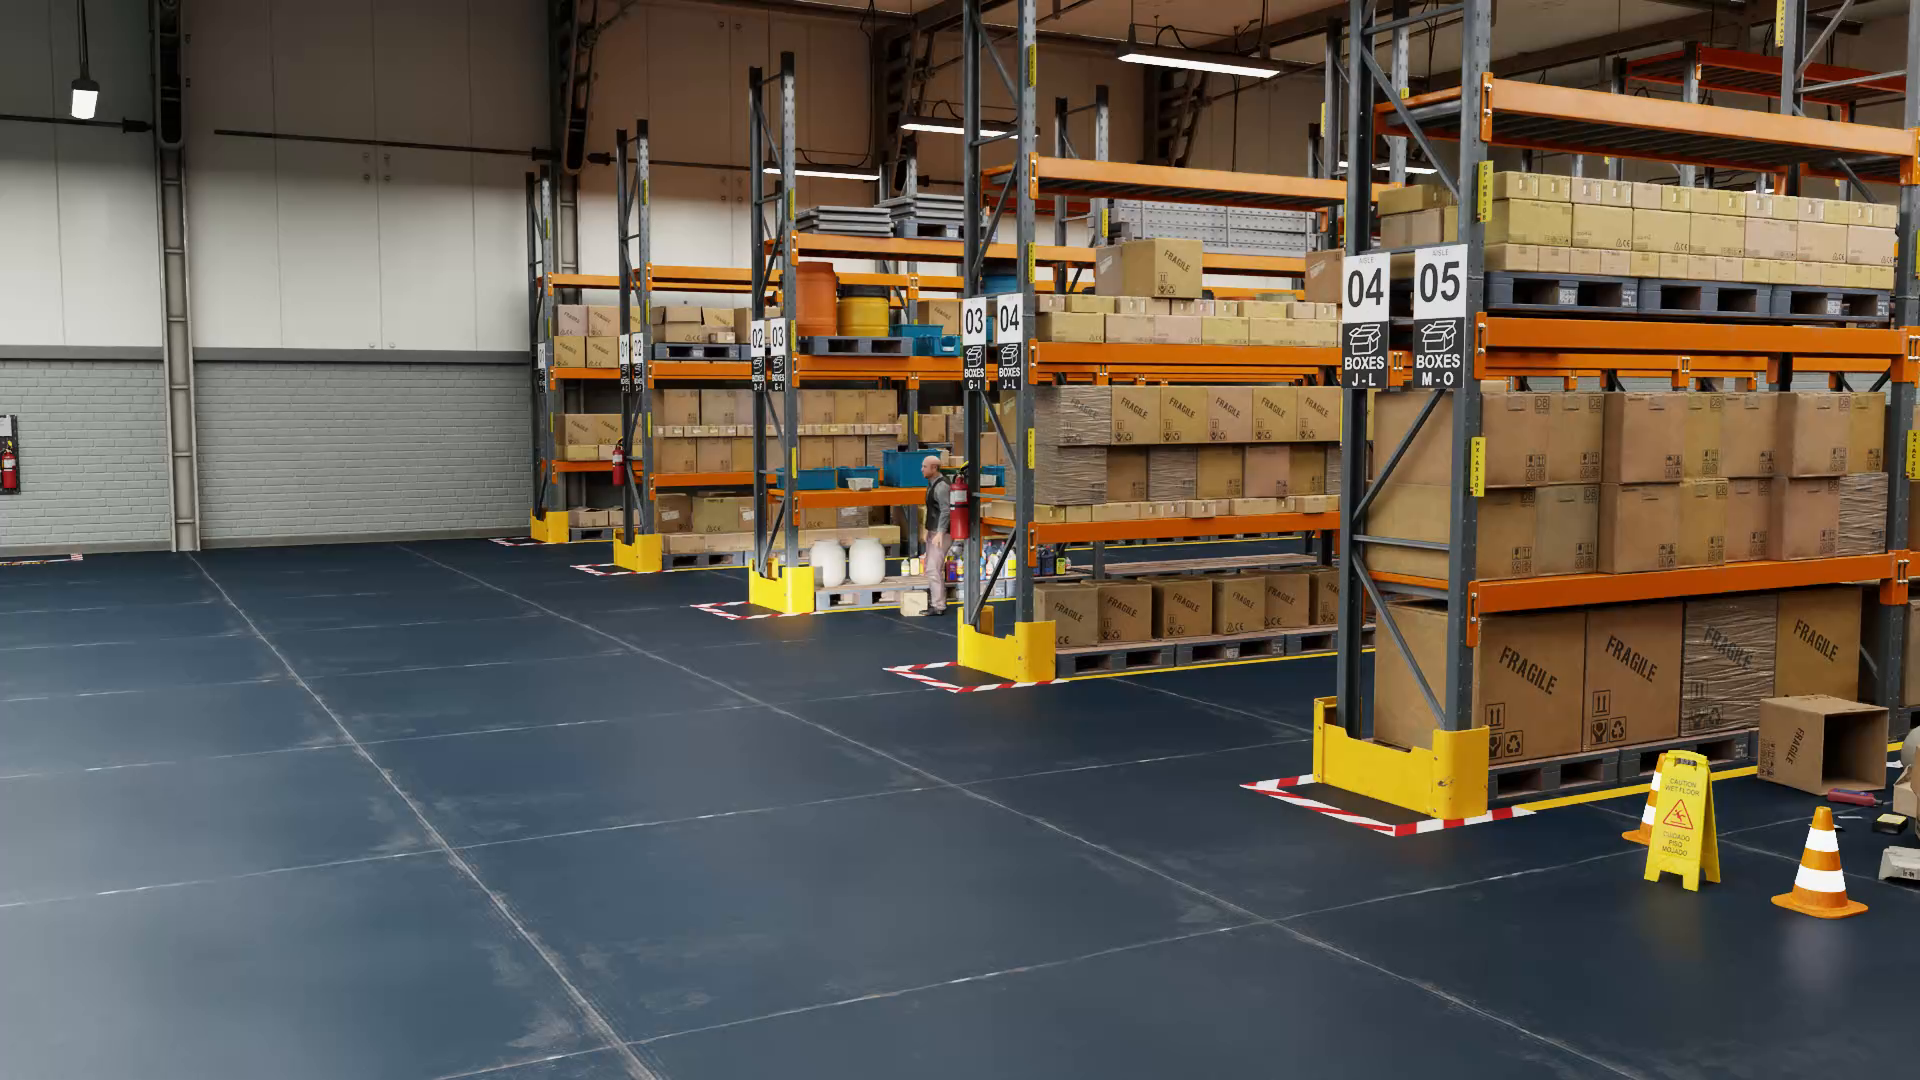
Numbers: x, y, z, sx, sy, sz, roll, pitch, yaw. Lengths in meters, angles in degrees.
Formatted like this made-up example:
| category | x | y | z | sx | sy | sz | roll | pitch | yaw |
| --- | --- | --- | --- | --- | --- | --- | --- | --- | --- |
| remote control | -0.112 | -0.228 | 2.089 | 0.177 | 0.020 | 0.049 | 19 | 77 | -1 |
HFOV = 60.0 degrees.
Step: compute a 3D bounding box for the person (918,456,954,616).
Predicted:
| category | x | y | z | sx | sy | sz | roll | pitch | yaw |
| --- | --- | --- | --- | --- | --- | --- | --- | --- | --- |
| person | -0.249 | -0.053 | 17.991 | 0.463 | 1.721 | 0.588 | -1 | 5 | -11 |
